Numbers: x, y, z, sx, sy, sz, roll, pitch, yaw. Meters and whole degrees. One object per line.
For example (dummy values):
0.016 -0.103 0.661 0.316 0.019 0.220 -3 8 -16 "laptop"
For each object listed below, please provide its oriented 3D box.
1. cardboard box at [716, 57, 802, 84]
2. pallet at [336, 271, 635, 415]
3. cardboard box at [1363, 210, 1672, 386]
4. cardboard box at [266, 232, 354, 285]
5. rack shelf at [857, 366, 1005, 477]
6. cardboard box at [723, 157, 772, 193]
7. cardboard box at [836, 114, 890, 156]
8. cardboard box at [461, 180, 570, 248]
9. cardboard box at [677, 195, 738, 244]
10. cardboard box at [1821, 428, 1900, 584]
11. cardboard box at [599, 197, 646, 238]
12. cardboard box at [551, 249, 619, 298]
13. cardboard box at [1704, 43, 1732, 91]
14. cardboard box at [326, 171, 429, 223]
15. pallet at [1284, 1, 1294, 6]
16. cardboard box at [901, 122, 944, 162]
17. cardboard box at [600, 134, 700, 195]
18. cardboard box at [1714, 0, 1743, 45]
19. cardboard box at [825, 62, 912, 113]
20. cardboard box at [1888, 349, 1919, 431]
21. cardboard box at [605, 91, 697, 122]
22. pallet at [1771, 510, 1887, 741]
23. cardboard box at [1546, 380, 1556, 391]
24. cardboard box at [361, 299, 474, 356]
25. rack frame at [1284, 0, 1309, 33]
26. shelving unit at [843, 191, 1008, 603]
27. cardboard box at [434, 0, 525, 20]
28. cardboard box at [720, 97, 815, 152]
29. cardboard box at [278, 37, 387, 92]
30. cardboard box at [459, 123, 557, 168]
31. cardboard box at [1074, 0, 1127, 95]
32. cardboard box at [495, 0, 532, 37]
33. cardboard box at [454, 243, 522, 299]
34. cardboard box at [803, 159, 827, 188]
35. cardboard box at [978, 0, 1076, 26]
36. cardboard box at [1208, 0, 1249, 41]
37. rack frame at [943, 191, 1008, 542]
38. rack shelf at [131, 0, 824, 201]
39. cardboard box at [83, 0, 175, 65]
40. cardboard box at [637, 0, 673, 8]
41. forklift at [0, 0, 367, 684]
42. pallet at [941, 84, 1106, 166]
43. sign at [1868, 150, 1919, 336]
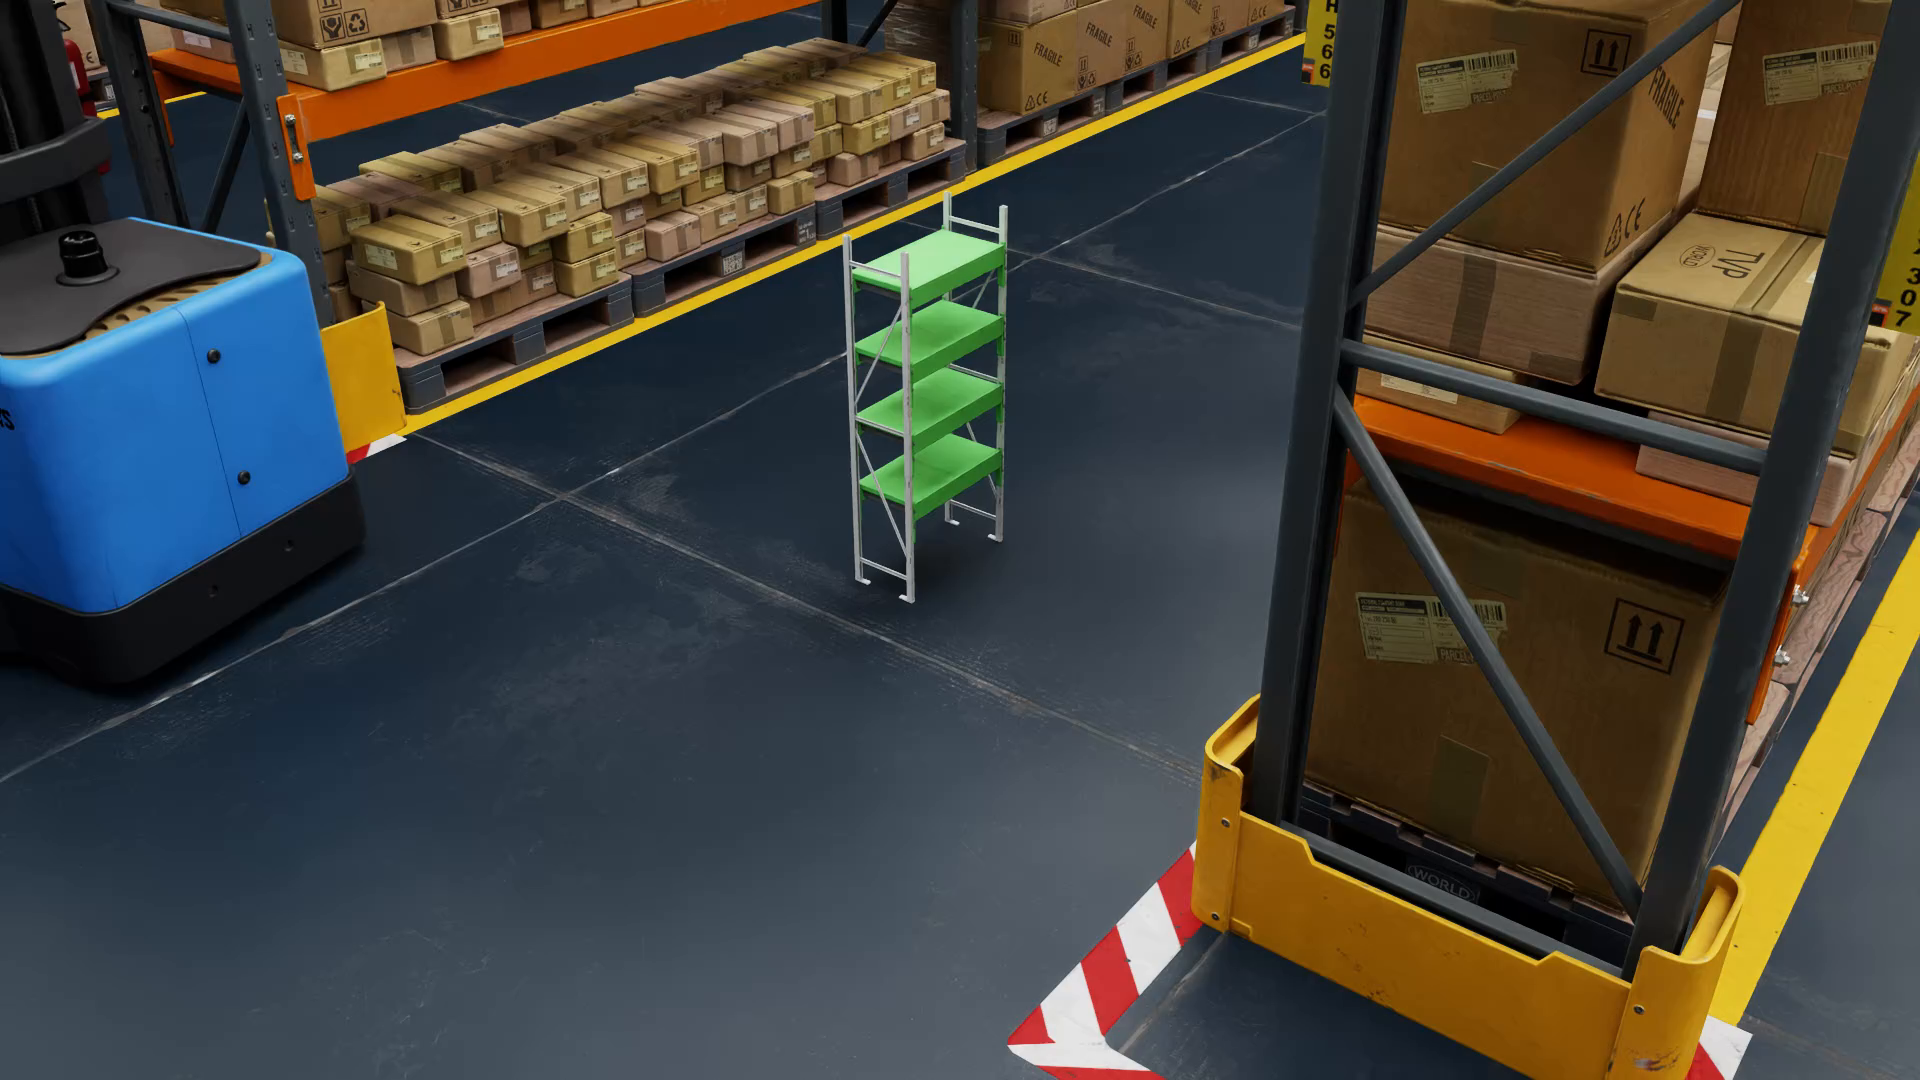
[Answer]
-1.040 -2.372 8.612 0.380 0.149 0.250 21 36 31 "cardboard box"
-2.191 -0.975 7.188 1.003 0.211 1.213 21 37 31 "pallet"
1.219 -0.599 3.674 0.500 0.250 0.500 20 36 31 "cardboard box"
-2.664 -1.209 6.940 0.380 0.149 0.250 20 36 30 "cardboard box"
-0.100 -0.394 5.363 0.258 0.148 0.480 21 37 31 "rack shelf"
-1.124 -1.794 7.928 0.380 0.149 0.250 19 36 29 "cardboard box"
-0.578 -2.078 8.407 0.380 0.149 0.250 20 36 30 "cardboard box"
-1.843 -1.355 6.895 0.380 0.149 0.250 21 37 31 "cardboard box"
-1.260 -1.526 7.767 0.380 0.149 0.250 21 37 31 "cardboard box"
2.547 -0.540 5.391 0.875 0.875 0.875 21 37 31 "cardboard box"
-1.621 -1.469 7.379 0.380 0.149 0.250 19 36 29 "cardboard box"
-1.705 -1.198 7.213 0.380 0.149 0.250 22 37 32 "cardboard box"
2.144 -1.225 4.730 0.500 0.250 0.500 21 37 31 "cardboard box"
-2.440 -1.412 6.991 0.380 0.149 0.250 22 37 32 "cardboard box"
2.610 -4.174 12.586 1.003 0.211 1.213 21 37 31 "pallet"
-0.306 -2.140 8.803 0.380 0.149 0.250 22 37 32 "cardboard box"
-1.389 -1.684 7.450 0.380 0.149 0.250 22 37 32 "cardboard box"
2.446 -1.742 4.867 0.500 0.500 0.500 20 36 30 "cardboard box"
-0.470 -2.320 8.523 0.380 0.149 0.250 22 37 32 "cardboard box"
1.924 -0.400 3.730 0.380 0.149 0.250 20 36 30 "cardboard box"
-1.497 -2.045 8.059 0.380 0.149 0.250 19 36 29 "cardboard box"
2.296 0.100 5.374 1.003 0.211 1.213 21 37 31 "pallet"
1.246 -0.501 3.900 0.380 0.149 0.250 22 37 32 "cardboard box"
-2.184 -0.893 6.699 0.380 0.149 0.250 22 37 32 "cardboard box"
2.074 -5.076 11.373 1.000 3.000 0.127 21 37 31 "rack frame"
-0.100 -0.449 5.331 0.258 1.200 0.503 21 37 31 "shelving unit"
-1.961 -2.318 6.330 0.500 0.500 0.500 21 37 31 "cardboard box"
-0.924 -1.996 7.977 0.380 0.149 0.250 19 36 29 "cardboard box"
-2.298 -1.747 6.002 0.380 0.149 0.250 21 36 31 "cardboard box"
-2.060 -1.769 7.593 0.380 0.149 0.250 23 37 33 "cardboard box"
0.635 -2.990 9.893 0.500 0.500 0.500 23 38 33 "cardboard box"
-1.925 -2.104 6.604 0.380 0.149 0.250 23 38 33 "cardboard box"
-2.024 -1.134 6.815 0.380 0.149 0.250 21 37 31 "cardboard box"
-0.893 -1.863 8.336 0.380 0.149 0.250 20 36 30 "cardboard box"
0.316 -3.097 9.338 0.500 0.250 0.500 19 36 29 "cardboard box"
1.569 -3.624 10.962 0.500 0.500 0.500 23 38 33 "cardboard box"
0.047 -0.548 5.498 0.240 1.200 0.015 21 37 31 "rack frame"
-1.548 -2.328 7.441 1.077 0.370 4.000 21 37 31 "rack shelf"
-5.352 -3.425 10.688 0.875 0.438 0.875 20 36 30 "cardboard box"
-1.397 -2.397 7.099 0.380 0.149 0.250 23 37 33 "cardboard box"
-3.558 -1.347 5.148 3.031 2.935 1.130 15 34 23 "forklift"
0.128 -2.568 9.875 1.003 0.211 1.213 21 37 31 "pallet"
1.577 -0.490 2.708 0.100 0.325 0.005 21 37 31 "sign"
